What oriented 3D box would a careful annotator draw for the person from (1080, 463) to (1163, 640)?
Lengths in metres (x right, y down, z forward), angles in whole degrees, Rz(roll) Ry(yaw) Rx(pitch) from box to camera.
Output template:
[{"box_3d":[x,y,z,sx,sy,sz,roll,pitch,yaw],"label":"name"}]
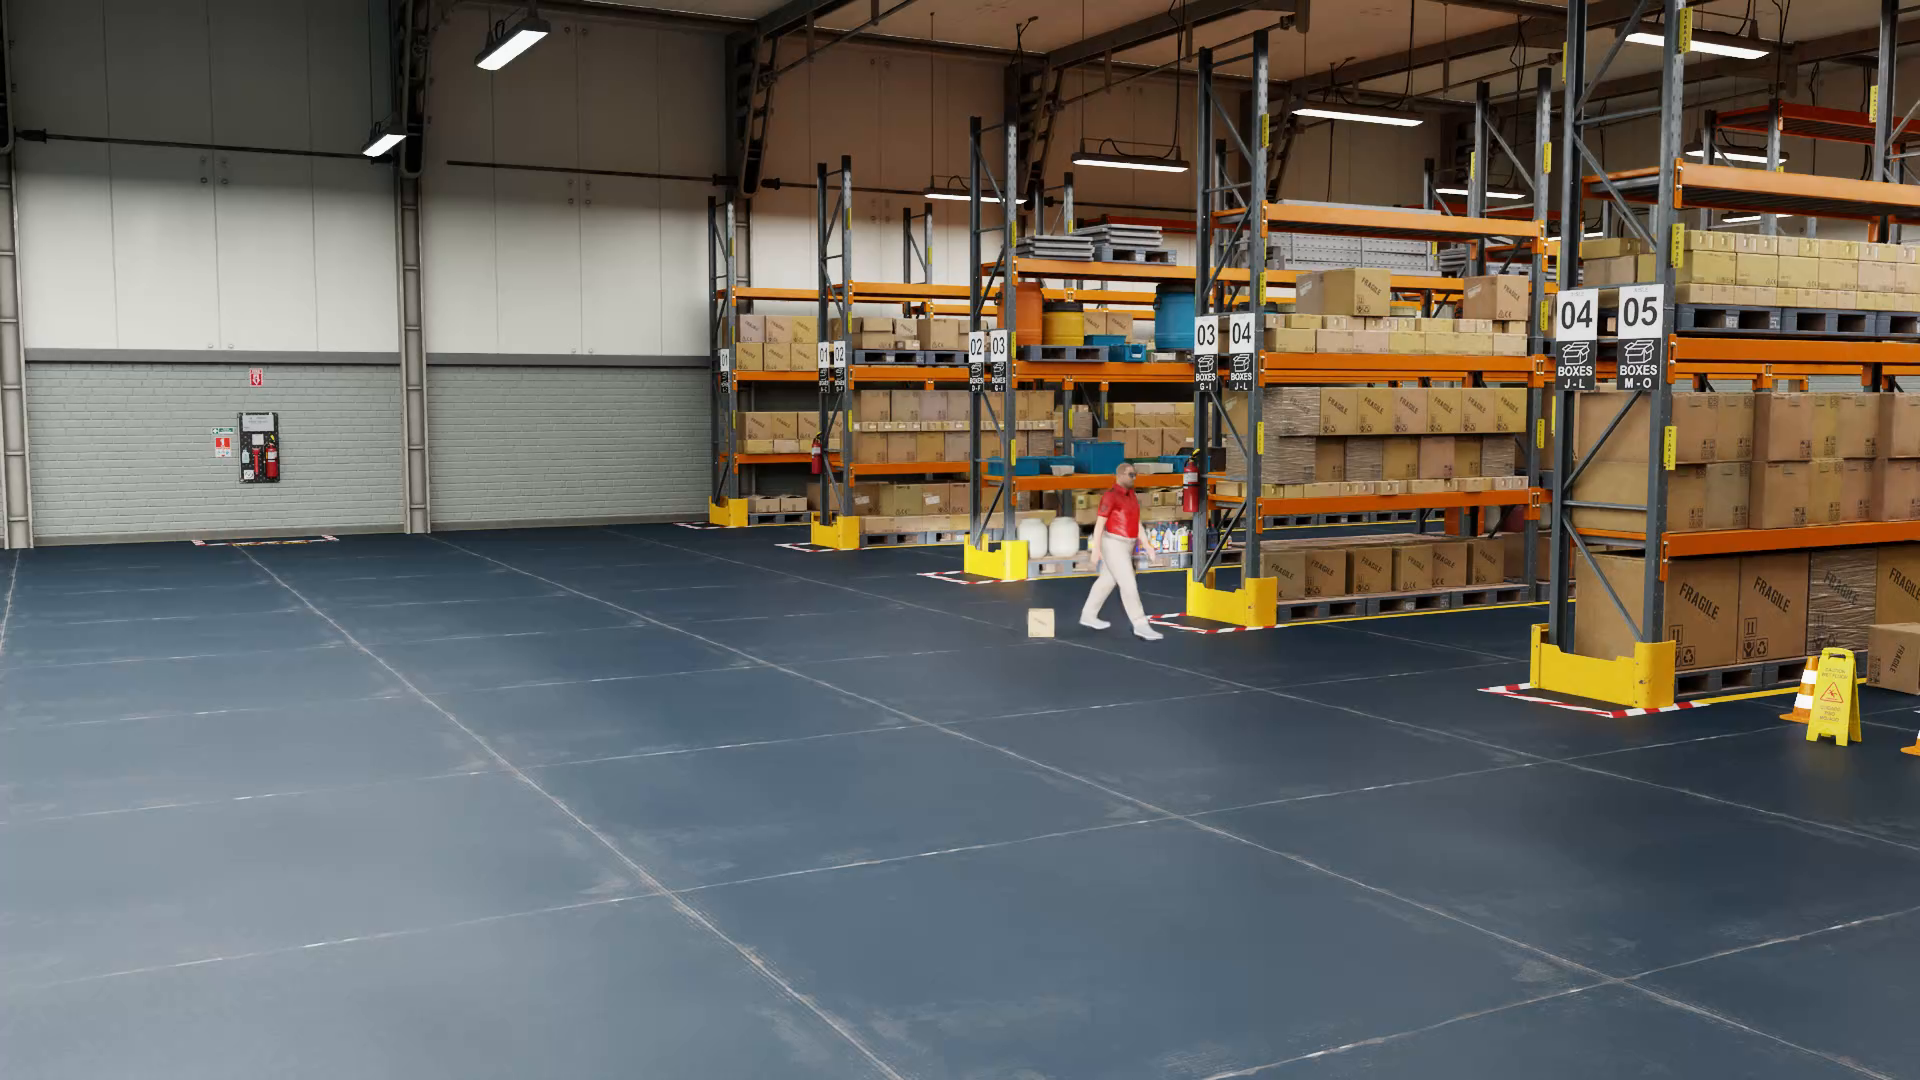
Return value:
[{"box_3d":[1.604,0.086,16.368,0.991,1.694,0.575,3,6,28],"label":"person"}]
